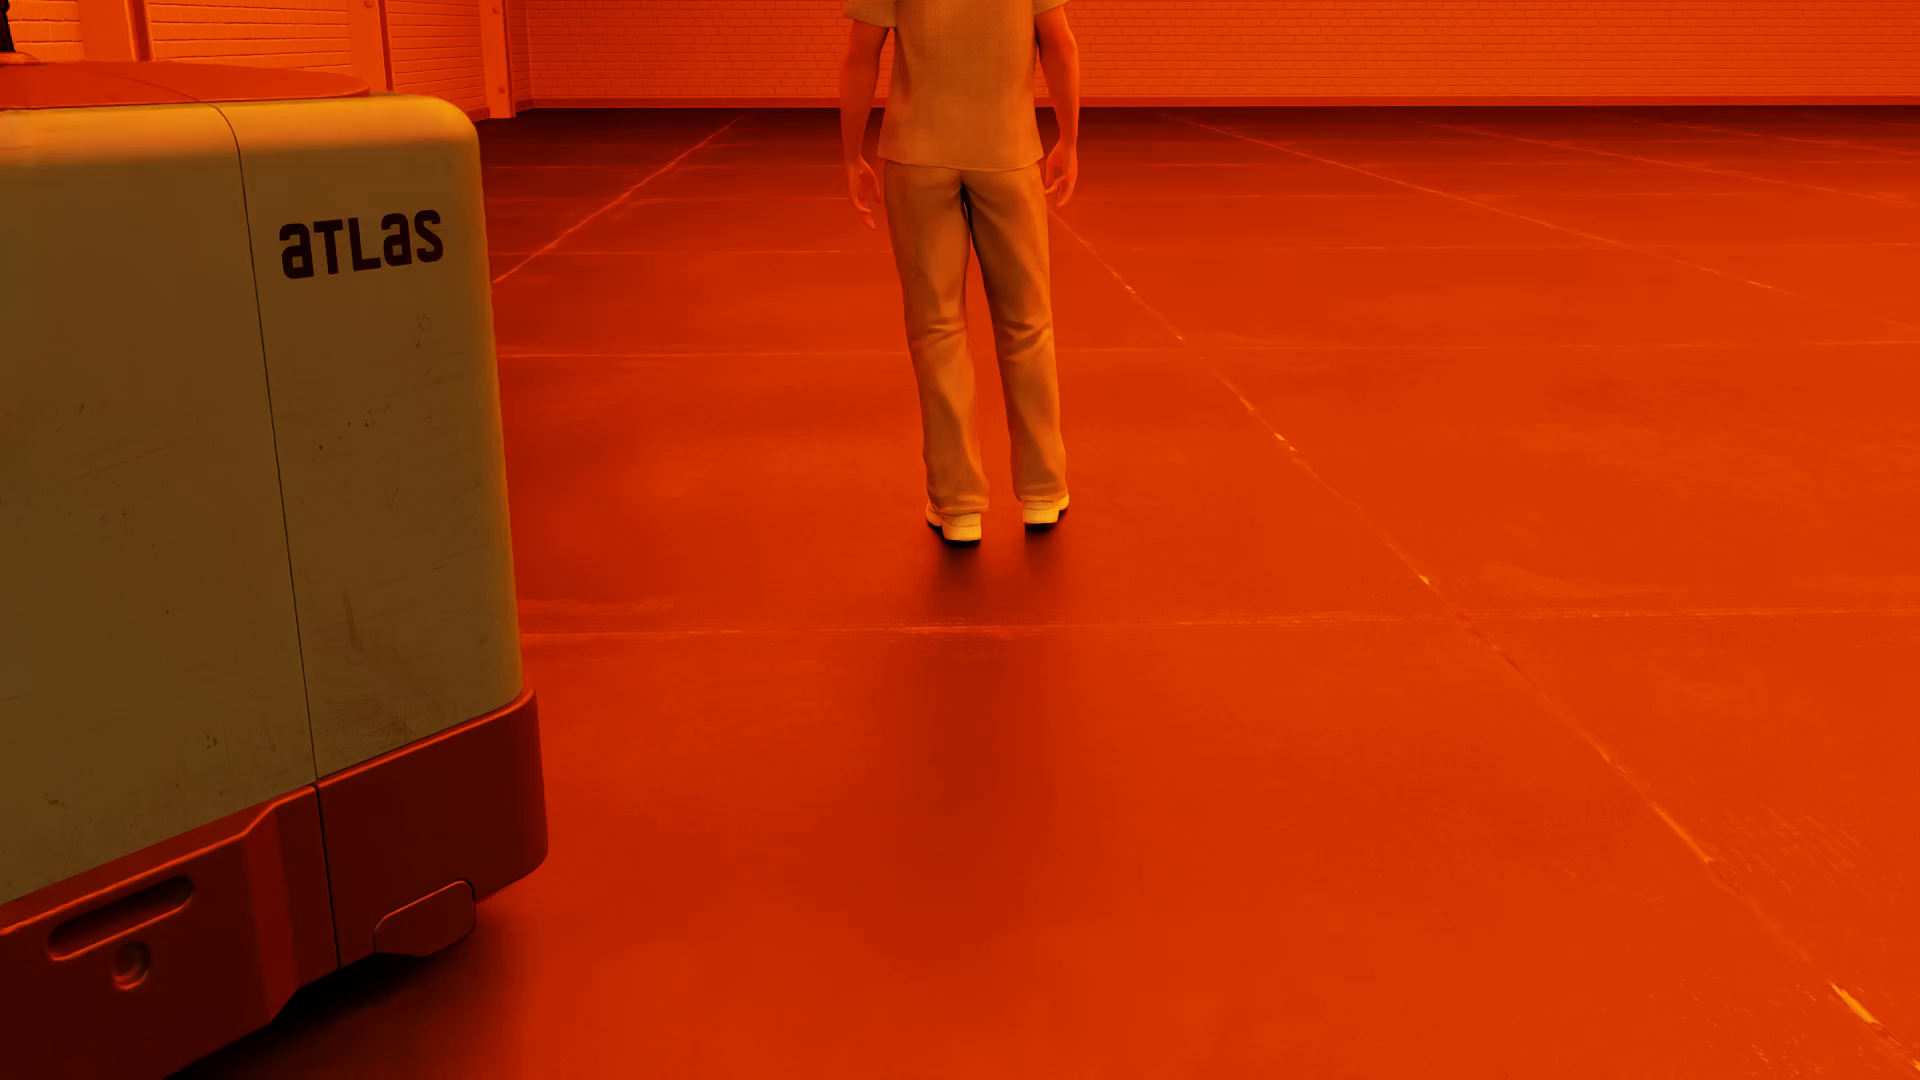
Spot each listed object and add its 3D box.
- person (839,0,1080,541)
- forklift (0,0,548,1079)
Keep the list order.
[{"bbox_3d":[0.009,-0.832,3.749,0.550,1.675,0.533,-1,17,-3],"label":"person"},{"bbox_3d":[-1.835,-0.640,0.999,1.130,2.935,3.031,12,21,34],"label":"forklift"}]
